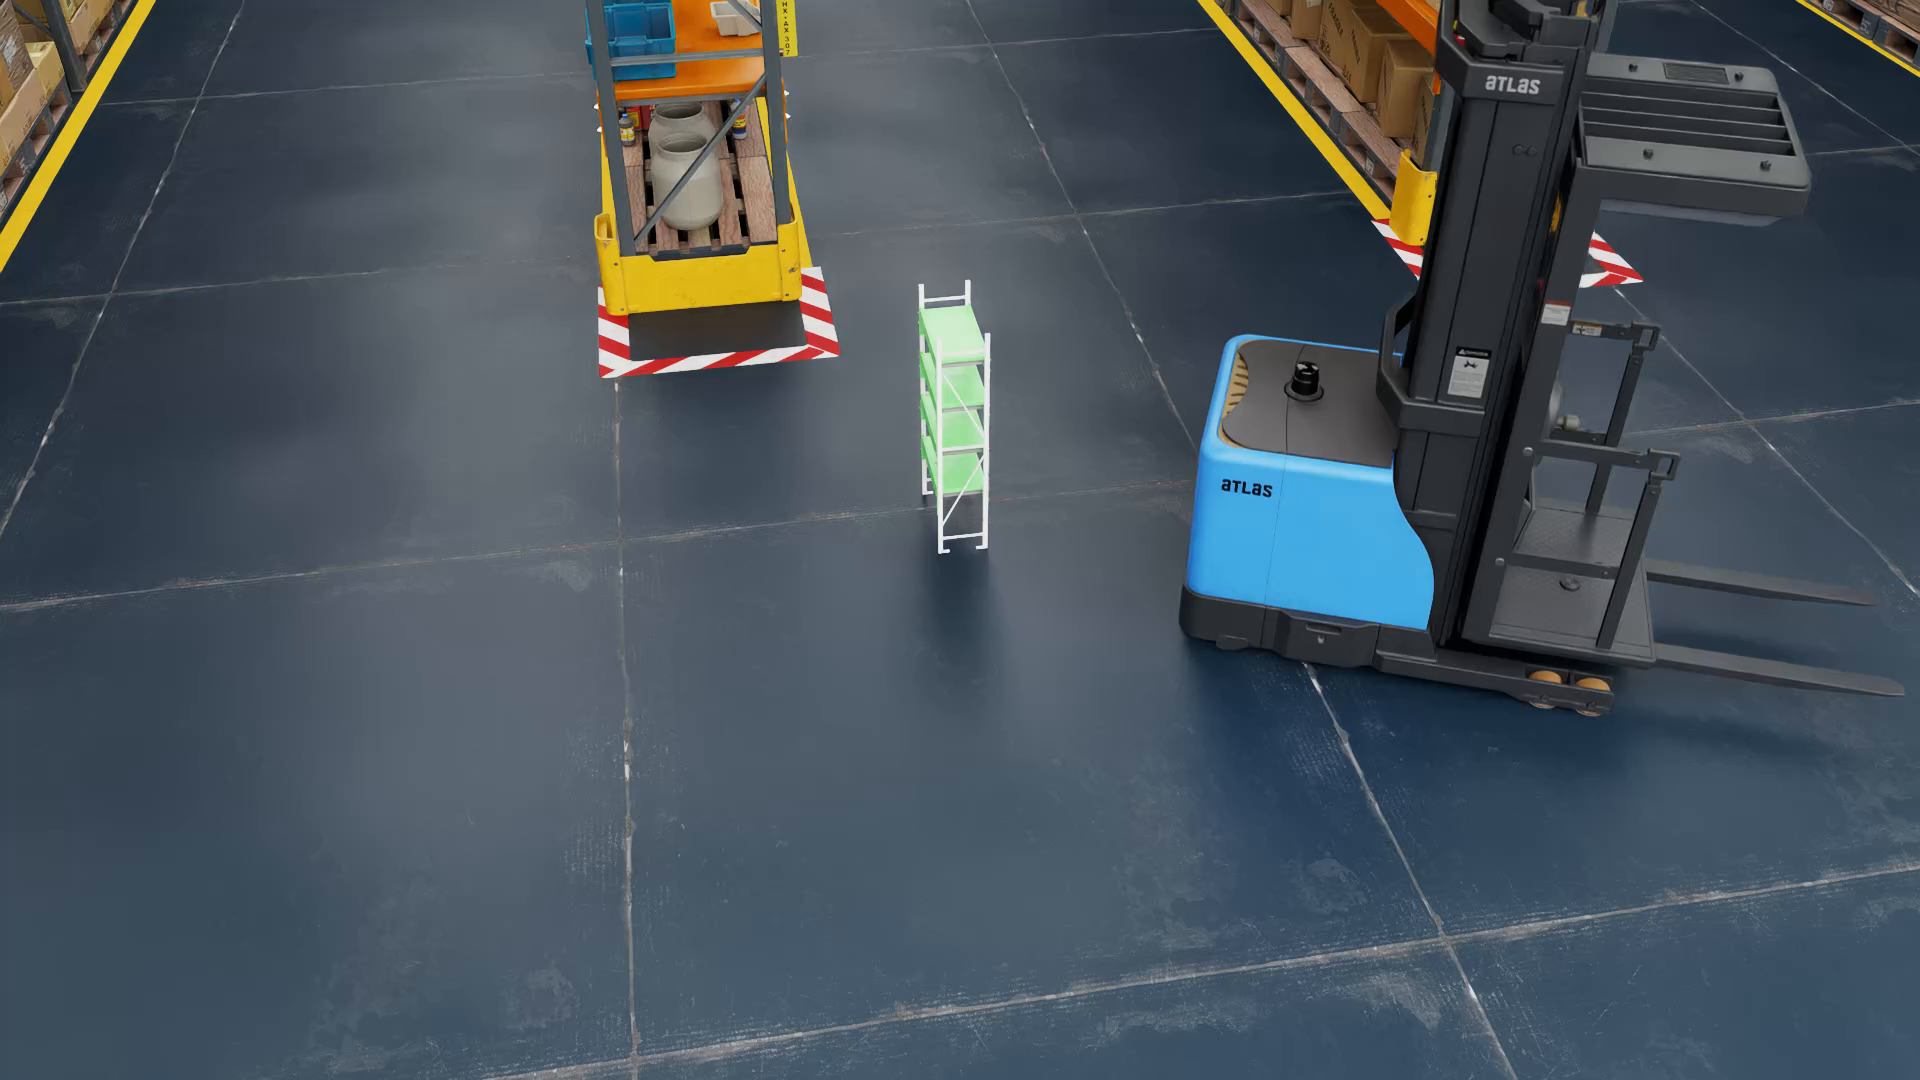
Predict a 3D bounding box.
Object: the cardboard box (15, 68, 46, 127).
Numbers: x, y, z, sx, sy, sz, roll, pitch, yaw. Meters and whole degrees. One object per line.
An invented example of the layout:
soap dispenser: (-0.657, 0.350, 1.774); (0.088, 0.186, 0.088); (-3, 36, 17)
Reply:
cardboard box: (-6.694, -3.040, 11.518); (0.500, 0.250, 0.500); (-6, 38, -8)

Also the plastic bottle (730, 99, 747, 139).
plastic bottle: (-1.501, -2.860, 11.251); (0.097, 0.271, 0.097); (0, 38, 0)

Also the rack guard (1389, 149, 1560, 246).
rack guard: (3.373, -2.226, 10.608); (1.175, 0.500, 0.348); (-6, 38, -8)

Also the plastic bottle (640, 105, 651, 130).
plastic bottle: (-2.156, -2.965, 11.377); (0.061, 0.283, 0.133); (-6, 38, -8)

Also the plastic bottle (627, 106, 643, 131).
plastic bottle: (-2.260, -2.950, 11.364); (0.152, 0.276, 0.135); (-6, 38, -8)

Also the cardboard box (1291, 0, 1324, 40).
cardboard box: (2.824, -4.171, 12.769); (0.500, 0.500, 0.500); (5, 38, 7)

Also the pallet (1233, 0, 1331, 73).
pallet: (2.838, -4.080, 13.230); (1.003, 0.211, 1.213); (-6, 38, -8)

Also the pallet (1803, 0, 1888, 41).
pallet: (7.643, -4.487, 13.753); (1.003, 0.211, 1.213); (-6, 38, -8)

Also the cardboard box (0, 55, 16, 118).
cardboard box: (-6.604, -3.035, 10.899); (0.500, 0.500, 0.500); (-6, 38, -8)

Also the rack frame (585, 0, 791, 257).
rack frame: (-1.490, -2.635, 9.096); (1.000, 3.000, 0.127); (-6, 38, -8)

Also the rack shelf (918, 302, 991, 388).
rack shelf: (-0.029, -0.902, 7.655); (0.258, 0.148, 0.480); (-6, 38, -8)

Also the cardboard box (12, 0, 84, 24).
cardboard box: (-6.895, -4.098, 12.422); (0.500, 0.311, 0.500); (-6, 38, -8)

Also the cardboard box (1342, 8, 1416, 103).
cardboard box: (3.064, -3.463, 11.857); (0.500, 0.500, 0.500); (-3, 38, -4)

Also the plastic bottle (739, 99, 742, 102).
plastic bottle: (-1.522, -3.003, 11.426); (0.061, 0.283, 0.133); (-6, 38, -7)

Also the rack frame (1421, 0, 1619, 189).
rack frame: (3.387, -3.167, 9.782); (1.000, 3.000, 0.127); (-6, 38, -8)

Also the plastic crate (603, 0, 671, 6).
plastic crate: (-1.980, -3.239, 9.995); (0.499, 0.251, 0.408); (-6, 38, -8)

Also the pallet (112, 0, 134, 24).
pallet: (-7.453, -4.598, 13.897); (1.003, 0.211, 1.213); (-6, 38, -8)

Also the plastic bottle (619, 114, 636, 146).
plastic bottle: (-2.243, -2.765, 11.187); (0.097, 0.201, 0.097); (0, 38, 0)

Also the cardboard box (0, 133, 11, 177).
cardboard box: (-6.503, -2.438, 10.742); (0.500, 0.250, 0.500); (-6, 38, -8)

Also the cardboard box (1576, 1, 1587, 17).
cardboard box: (3.571, -3.266, 10.114); (0.380, 0.149, 0.250); (-6, 38, -8)

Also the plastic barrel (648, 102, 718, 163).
plastic barrel: (-1.768, -2.510, 10.621); (0.421, 0.512, 0.421); (0, 38, 0)

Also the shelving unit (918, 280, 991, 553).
shelving unit: (-0.029, -0.574, 7.911); (0.258, 1.200, 0.503); (-6, 38, -8)

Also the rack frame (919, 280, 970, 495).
rack frame: (-0.072, -0.721, 8.100); (0.240, 1.200, 0.015); (-6, 38, -8)

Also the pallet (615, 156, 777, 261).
pallet: (-1.686, -2.066, 10.637); (1.003, 0.211, 1.213); (-6, 38, -8)

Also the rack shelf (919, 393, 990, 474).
rack shelf: (-0.029, -0.523, 7.950); (0.258, 0.148, 0.480); (-6, 38, -8)

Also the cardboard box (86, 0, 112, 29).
cardboard box: (-6.983, -4.179, 12.983); (0.500, 0.250, 0.500); (-5, 38, -7)

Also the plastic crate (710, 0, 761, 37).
plastic crate: (-1.330, -3.106, 9.917); (0.298, 0.136, 0.250); (-6, 38, -8)

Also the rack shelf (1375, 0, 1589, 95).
rack shelf: (3.036, -4.091, 11.558); (1.077, 0.370, 4.000); (-6, 38, -8)

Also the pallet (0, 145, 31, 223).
pallet: (-6.753, -2.196, 10.804); (1.003, 0.211, 1.213); (-6, 38, -8)

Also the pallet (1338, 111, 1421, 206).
pallet: (3.266, -2.607, 11.333); (1.003, 0.211, 1.213); (-6, 38, -8)

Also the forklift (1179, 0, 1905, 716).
forklift: (2.567, -0.760, 6.739); (3.031, 2.935, 1.130); (9, 39, 11)

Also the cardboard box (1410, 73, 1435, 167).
cardboard box: (3.294, -2.725, 10.908); (0.500, 0.500, 0.500); (0, 38, 1)
